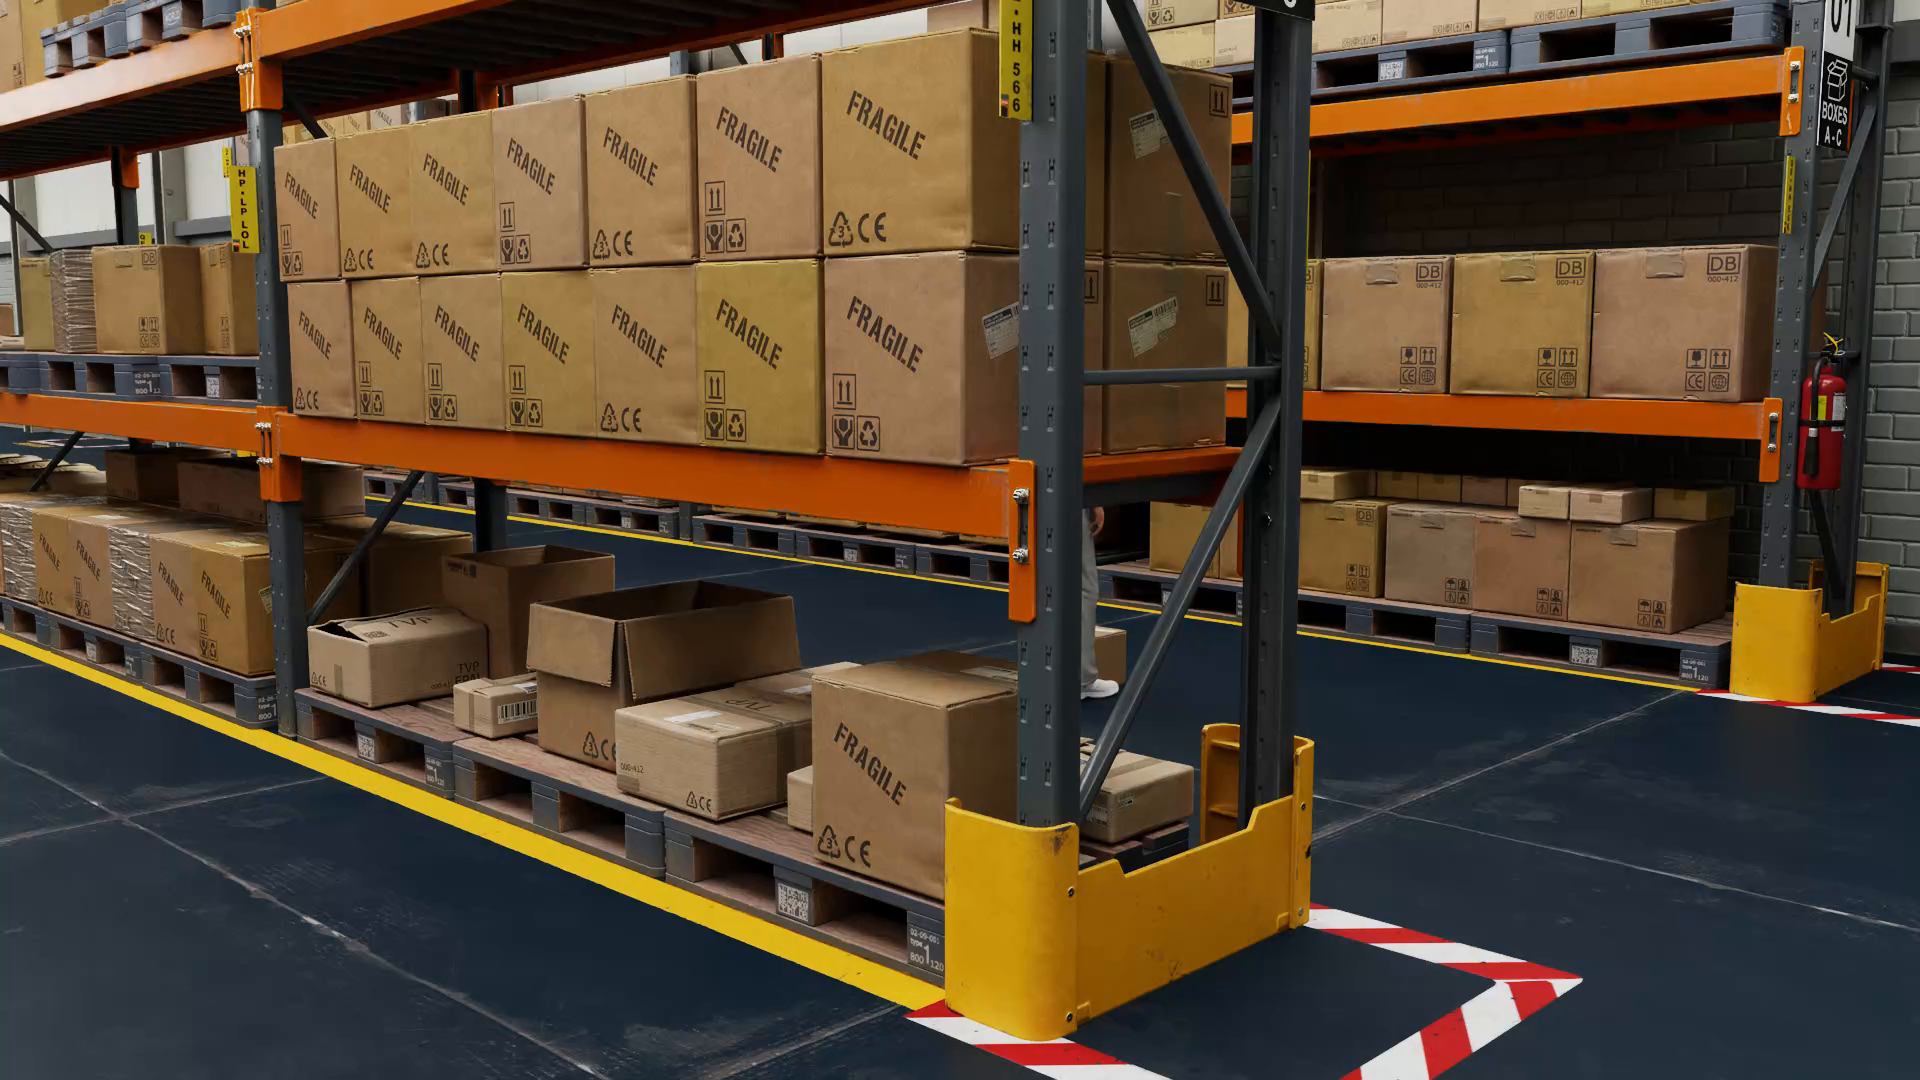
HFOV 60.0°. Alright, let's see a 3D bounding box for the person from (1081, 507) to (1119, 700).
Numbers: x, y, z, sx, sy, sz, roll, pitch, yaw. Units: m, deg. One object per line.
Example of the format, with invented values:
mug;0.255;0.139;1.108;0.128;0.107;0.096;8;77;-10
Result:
person;0.428;-0.140;7.395;0.511;1.671;0.363;6;9;40
